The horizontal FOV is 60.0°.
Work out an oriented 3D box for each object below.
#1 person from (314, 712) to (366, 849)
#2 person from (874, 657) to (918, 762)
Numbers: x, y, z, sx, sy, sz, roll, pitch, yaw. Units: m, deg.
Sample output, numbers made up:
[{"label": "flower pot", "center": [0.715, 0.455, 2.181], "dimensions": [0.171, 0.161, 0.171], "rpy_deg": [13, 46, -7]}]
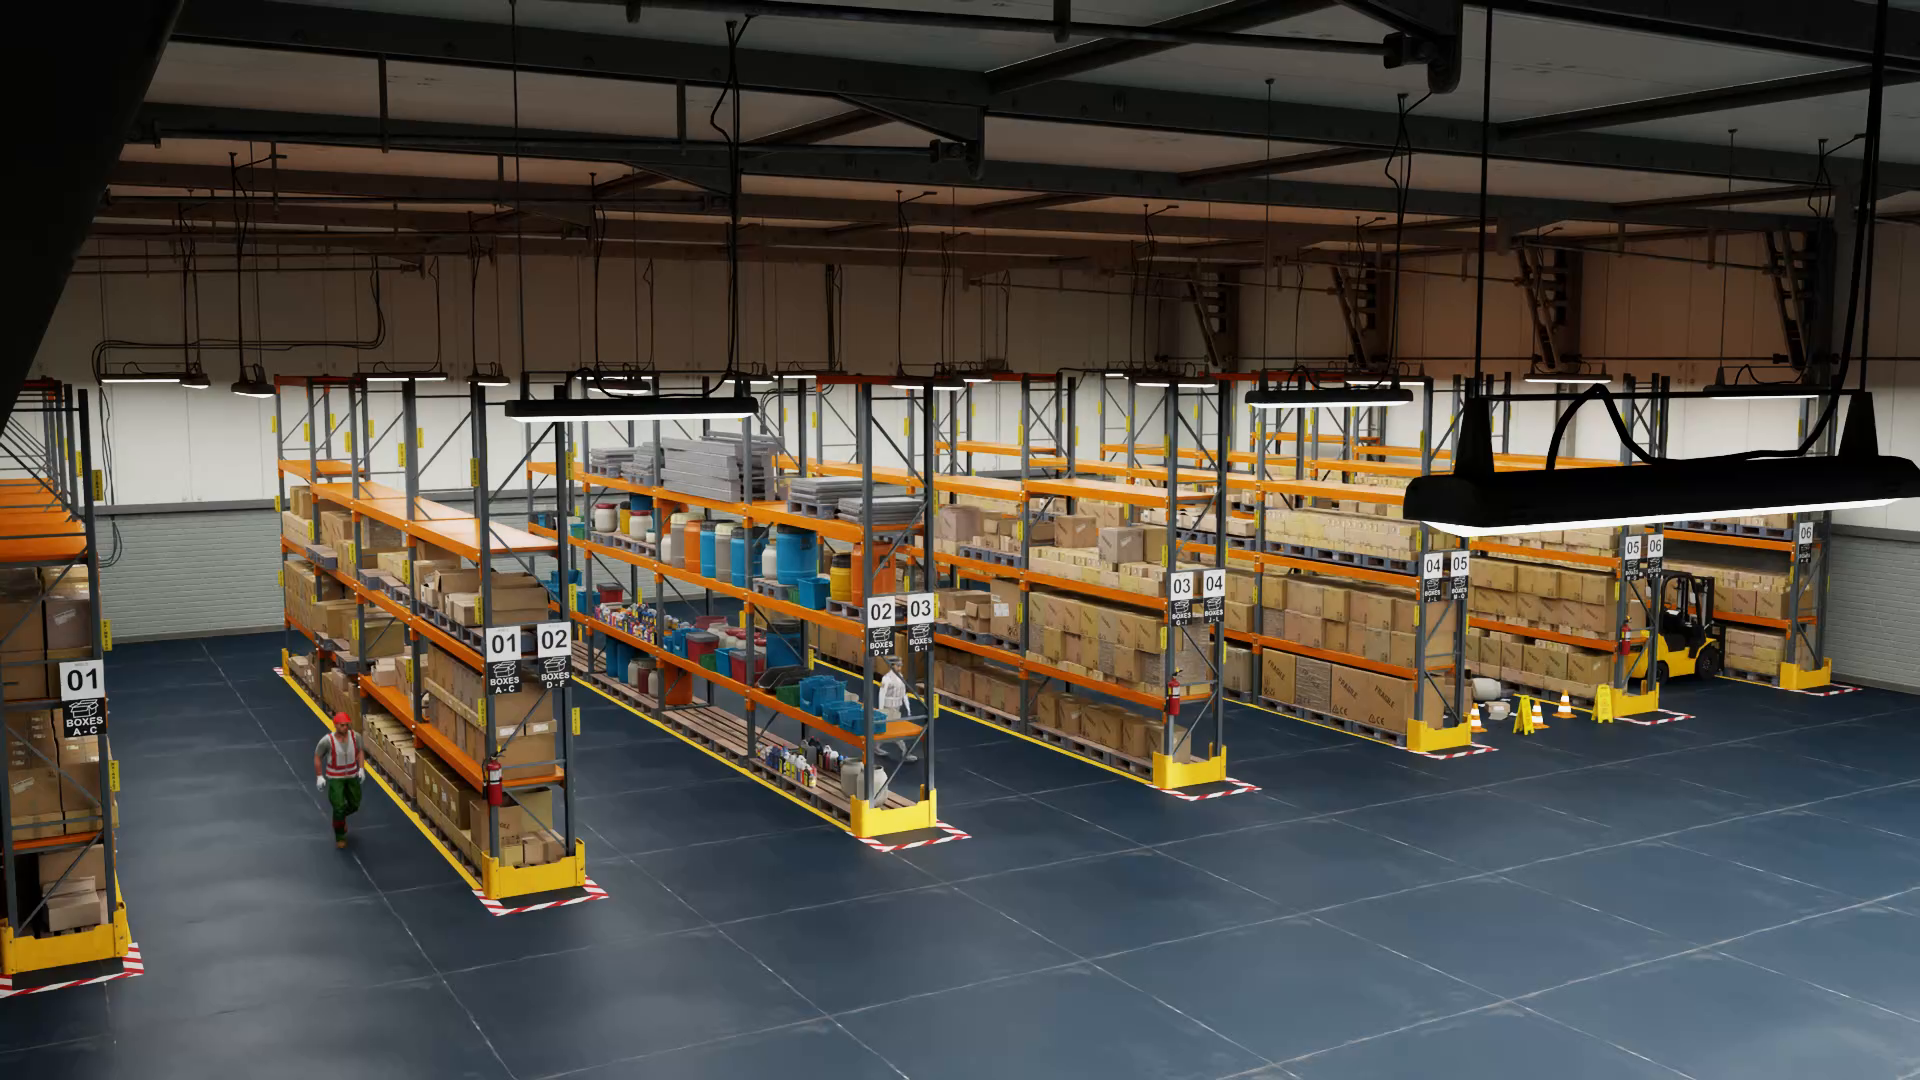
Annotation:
[{"label": "person", "center": [-8.115, 3.090, 21.709], "dimensions": [0.622, 1.764, 0.703], "rpy_deg": [-6, 8, -42]}, {"label": "person", "center": [-1.005, 2.634, 26.221], "dimensions": [0.979, 1.616, 0.505], "rpy_deg": [3, 7, 27]}]
